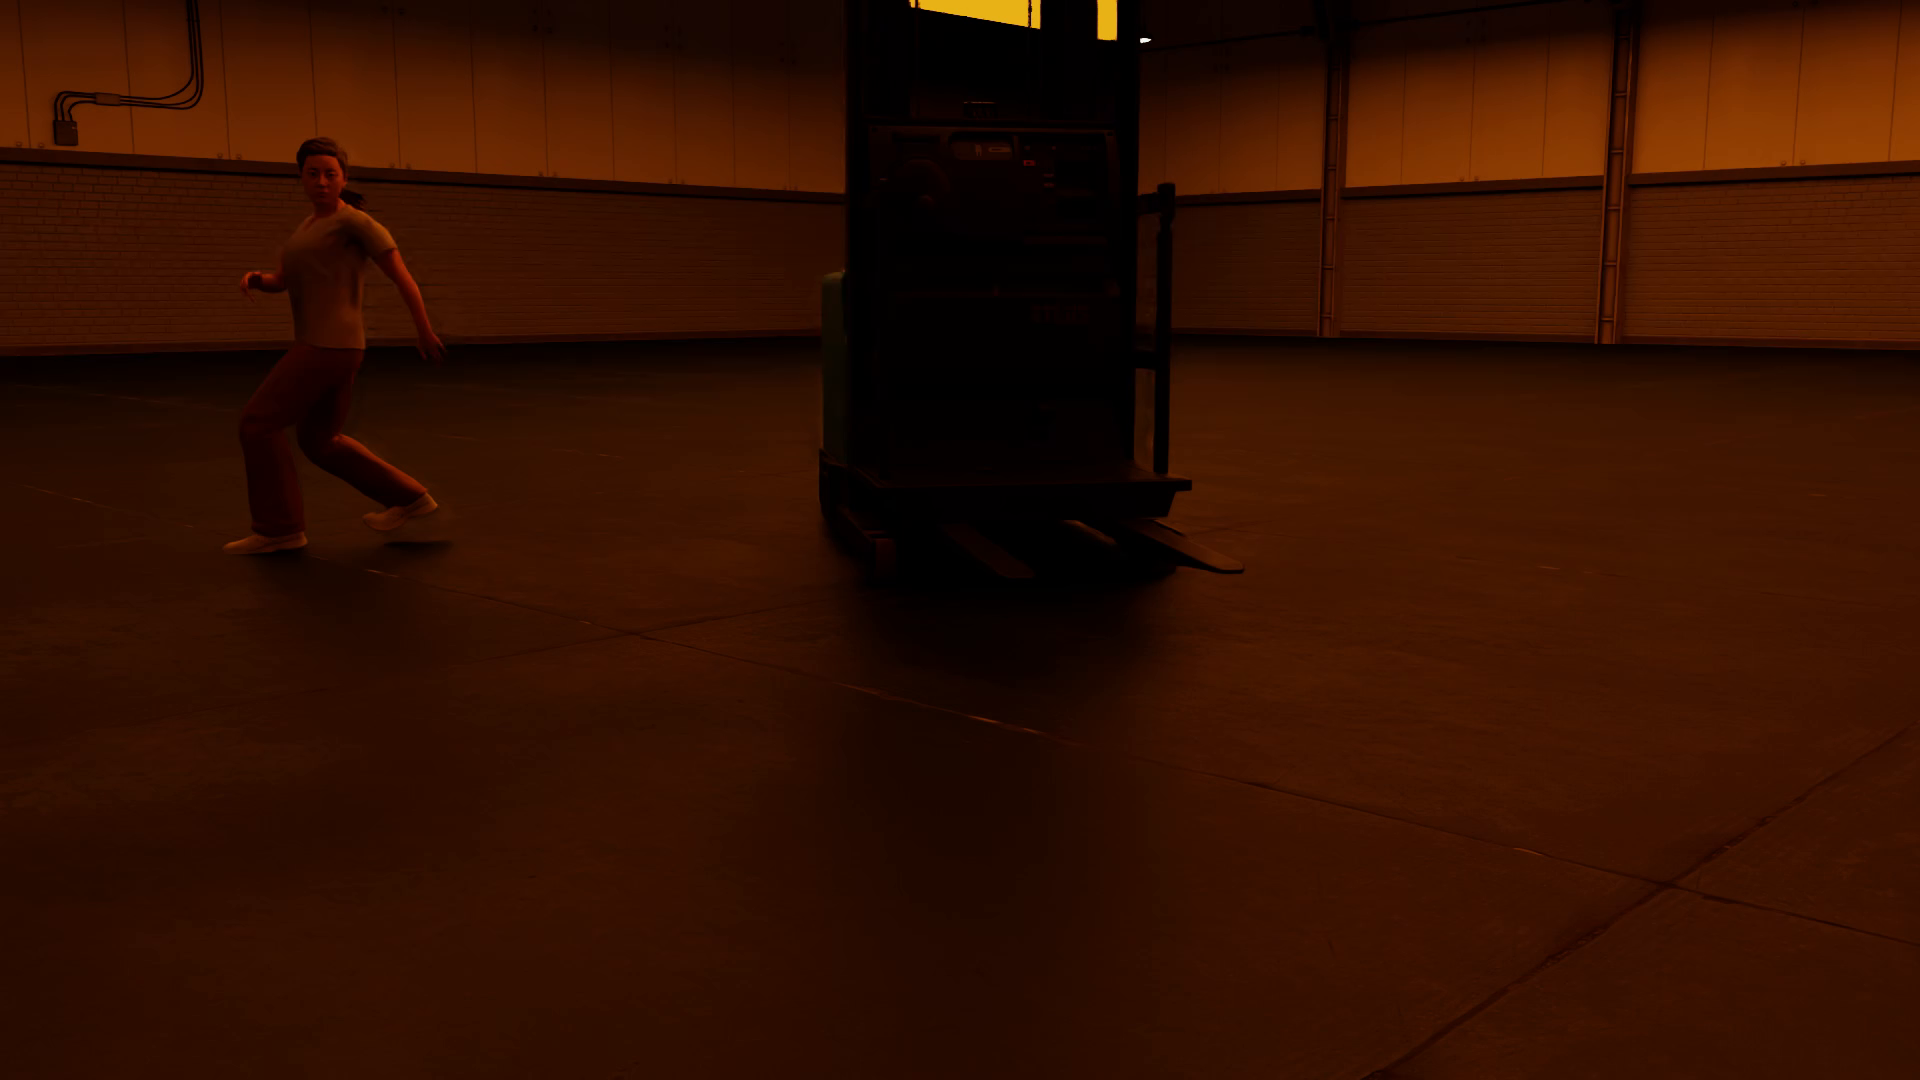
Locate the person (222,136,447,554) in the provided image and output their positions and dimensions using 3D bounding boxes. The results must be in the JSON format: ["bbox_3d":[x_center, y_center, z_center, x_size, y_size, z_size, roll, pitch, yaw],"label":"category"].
[{"bbox_3d":[-2.445,-0.745,6.424,0.836,1.593,0.495,-4,10,-26],"label":"person"}]

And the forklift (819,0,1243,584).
[{"bbox_3d":[0.171,-1.354,5.868,1.130,2.935,3.031,-2,9,-11],"label":"forklift"}]
